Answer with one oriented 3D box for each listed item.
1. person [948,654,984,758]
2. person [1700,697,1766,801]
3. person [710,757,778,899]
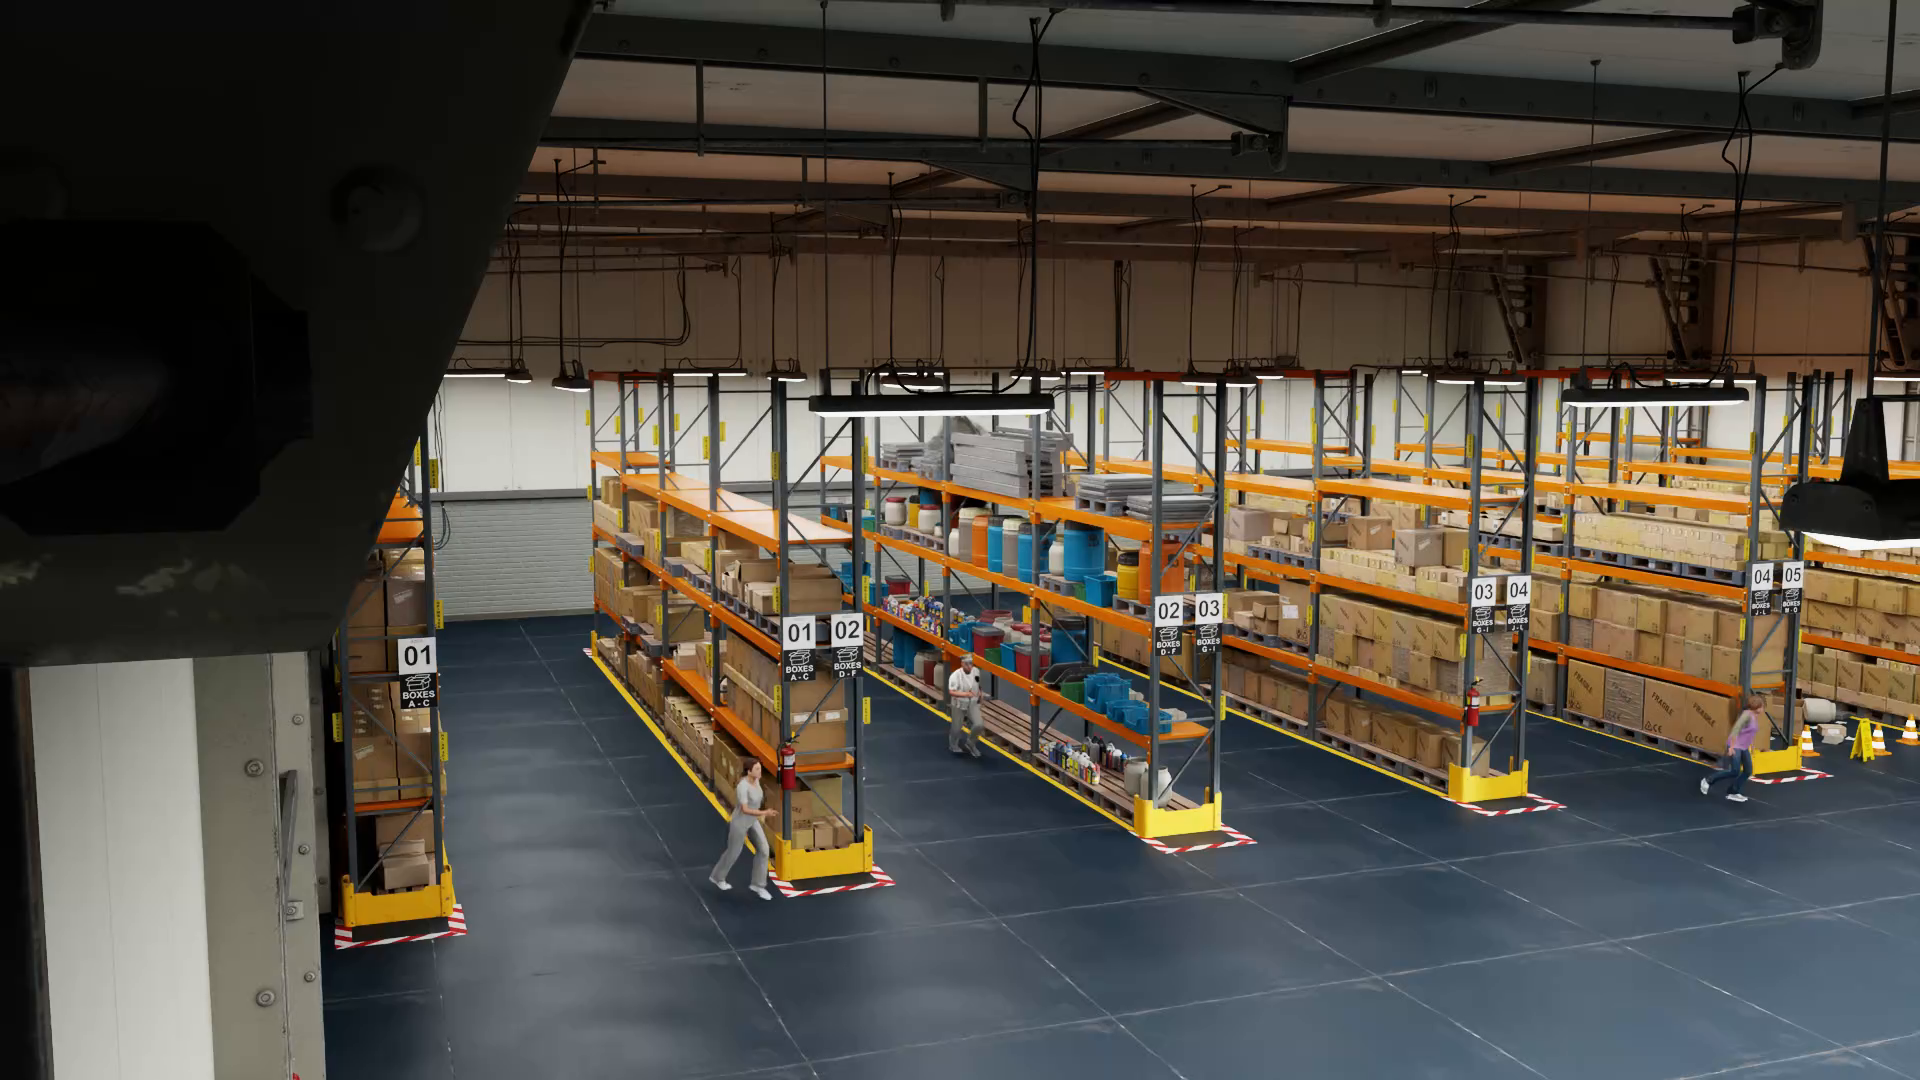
[{"bbox_3d":[0.096,2.594,26.065,0.671,1.708,0.974,-2,7,-21],"label":"person"},{"bbox_3d":[10.970,2.950,23.580,0.666,1.500,0.683,-6,9,-43],"label":"person"},{"bbox_3d":[-2.491,3.354,19.372,1.002,1.698,0.505,3,7,26],"label":"person"}]
